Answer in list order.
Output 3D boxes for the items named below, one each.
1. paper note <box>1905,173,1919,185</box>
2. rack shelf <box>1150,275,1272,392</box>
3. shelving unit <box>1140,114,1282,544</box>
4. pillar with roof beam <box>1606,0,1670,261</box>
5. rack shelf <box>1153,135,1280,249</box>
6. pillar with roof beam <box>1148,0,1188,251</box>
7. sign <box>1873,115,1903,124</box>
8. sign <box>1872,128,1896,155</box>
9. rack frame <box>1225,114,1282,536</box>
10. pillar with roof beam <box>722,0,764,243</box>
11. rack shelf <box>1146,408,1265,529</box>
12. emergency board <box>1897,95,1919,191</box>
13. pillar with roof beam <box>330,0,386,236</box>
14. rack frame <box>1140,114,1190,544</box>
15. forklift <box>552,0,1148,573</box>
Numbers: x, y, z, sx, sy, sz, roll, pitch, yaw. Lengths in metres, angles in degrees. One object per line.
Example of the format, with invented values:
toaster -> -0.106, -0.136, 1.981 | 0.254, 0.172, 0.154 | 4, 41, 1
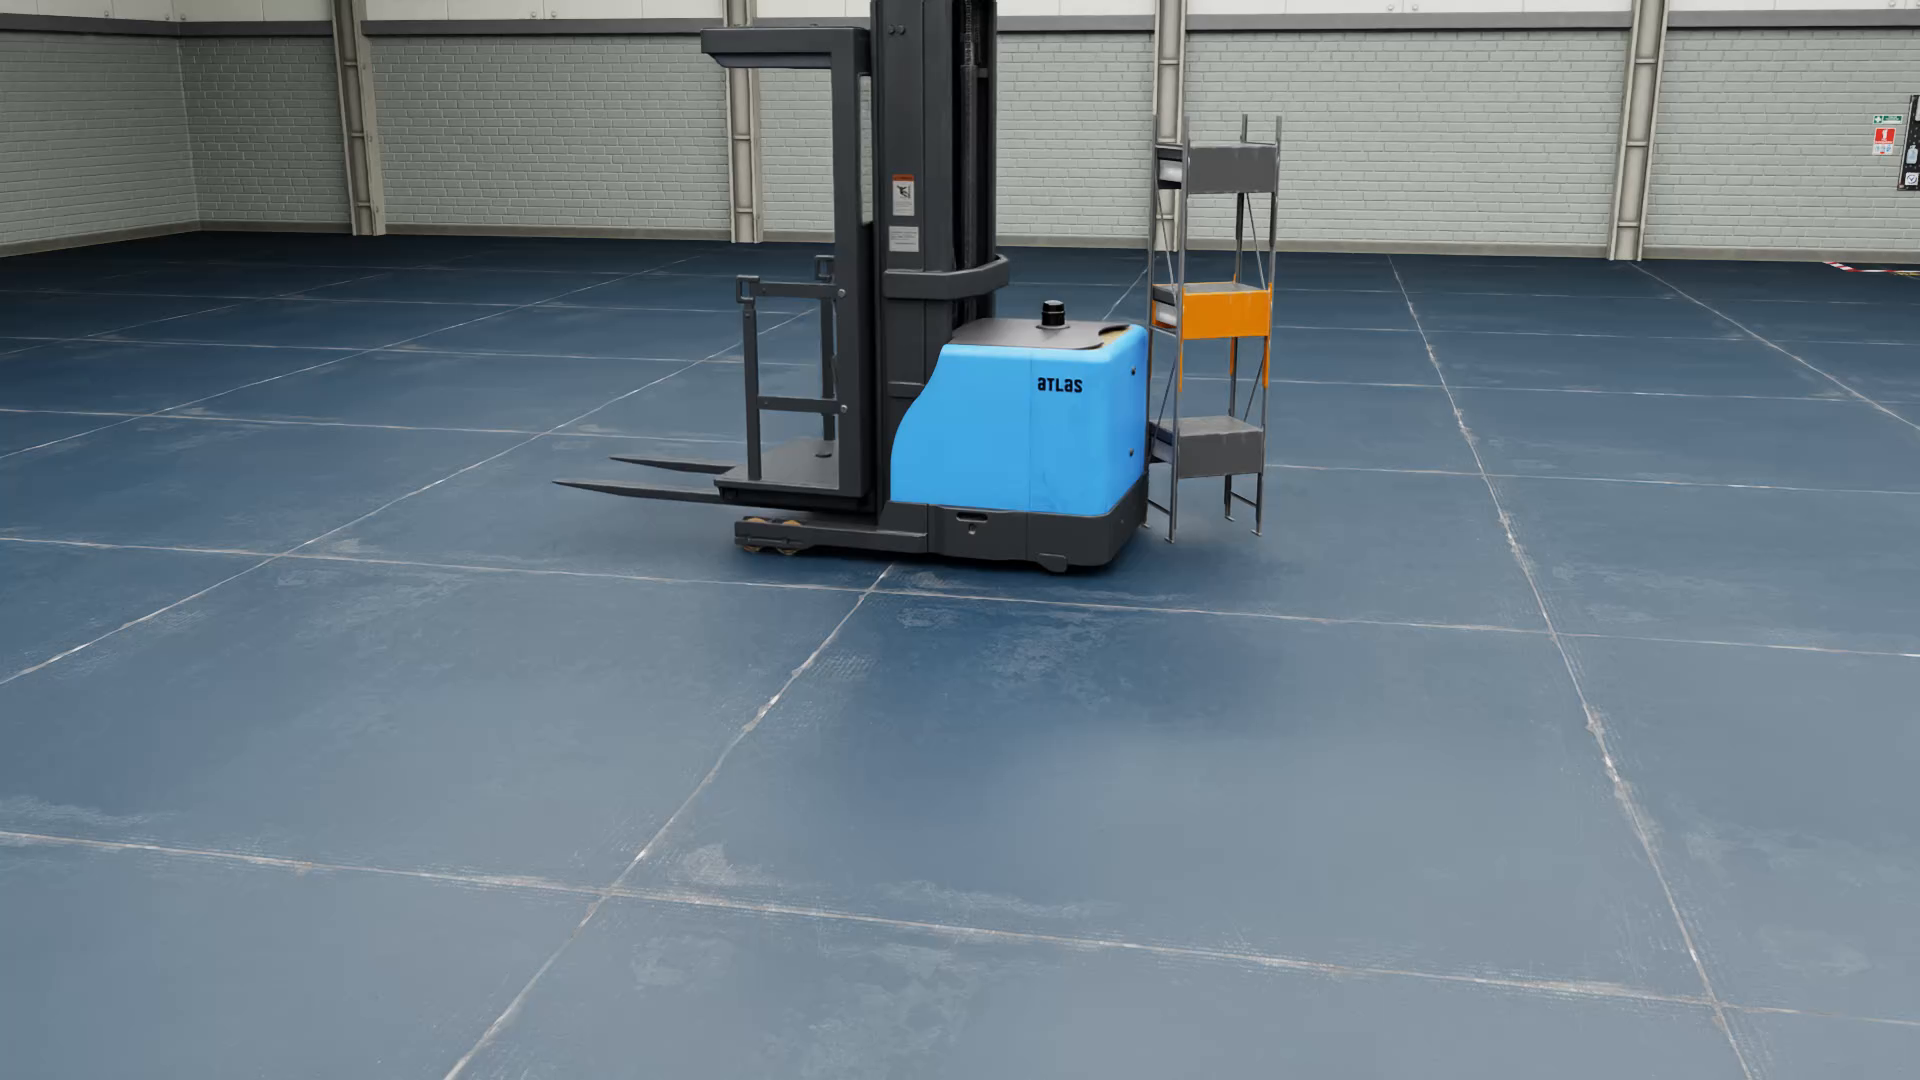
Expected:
paper note -> 11.991, -4.549, 20.946 | 0.142, 0.148, 0.016 | 3, 16, 11
rack shelf -> 1.253, -1.049, 8.397 | 0.480, 0.518, 0.431 | -5, 16, -17
shelving unit -> 1.253, -1.062, 8.394 | 0.503, 2.100, 0.431 | -5, 16, -17
pillar with roof beam -> 7.827, -6.889, 16.504 | 0.400, 9.000, 9.100 | 3, 16, 11
rack shelf -> 1.253, -1.724, 8.211 | 0.480, 0.518, 0.431 | -5, 16, -17
pillar with roof beam -> 1.948, -7.208, 17.656 | 0.400, 9.000, 9.100 | 3, 16, 11
sign -> 11.632, -5.273, 20.848 | 0.331, 0.109, 0.001 | 3, 16, 11
sign -> 11.630, -5.020, 20.928 | 0.234, 0.329, 0.001 | 3, 16, 11
rack frame -> 1.486, -1.082, 8.463 | 0.015, 2.100, 0.400 | -5, 16, -17
pillar with roof beam -> -3.932, -7.527, 18.809 | 0.400, 9.000, 9.100 | 3, 16, 11
rack shelf -> 1.253, -0.375, 8.584 | 0.480, 0.518, 0.431 | -5, 16, -17
emergency board -> 12.146, -4.951, 20.748 | 0.626, 1.169, 0.157 | 3, 16, 11
pillar with roof beam -> -9.812, -7.846, 19.961 | 0.400, 9.000, 9.100 | 3, 16, 11
rack frame -> 1.020, -1.043, 8.325 | 0.015, 2.100, 0.400 | -5, 16, -17
forklift -> -0.612, -1.469, 8.304 | 3.031, 2.935, 1.130 | 5, 16, 17
